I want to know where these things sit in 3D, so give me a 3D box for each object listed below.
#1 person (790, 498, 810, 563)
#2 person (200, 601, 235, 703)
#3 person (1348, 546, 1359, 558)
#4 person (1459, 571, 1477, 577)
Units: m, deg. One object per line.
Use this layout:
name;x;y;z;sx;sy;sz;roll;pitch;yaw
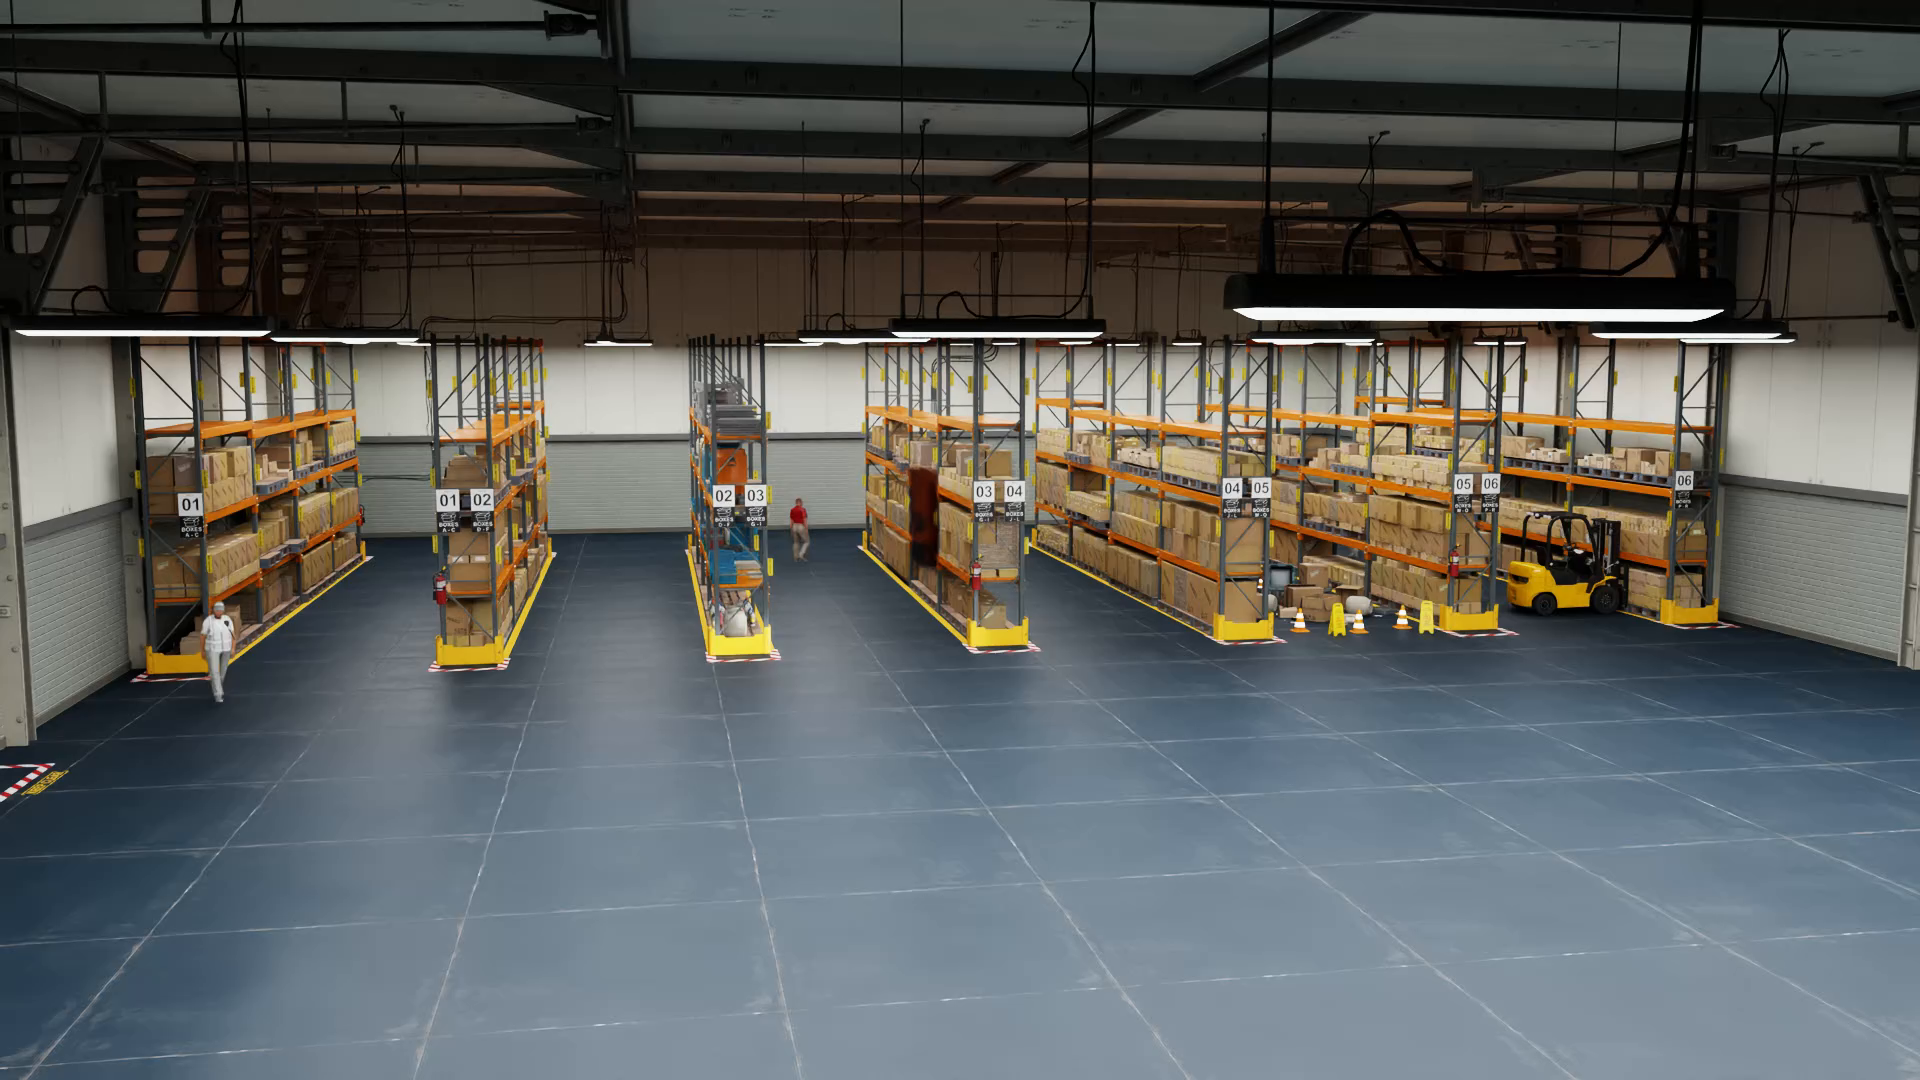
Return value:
person;-4.328;-0.257;44.756;0.592;1.733;0.470;4;8;31
person;-12.080;1.800;27.110;0.992;1.607;0.525;6;9;43
person;10.850;-0.393;45.751;0.588;1.763;0.481;-6;9;-45
person;11.771;0.489;38.259;0.562;1.833;0.605;-2;7;-17
